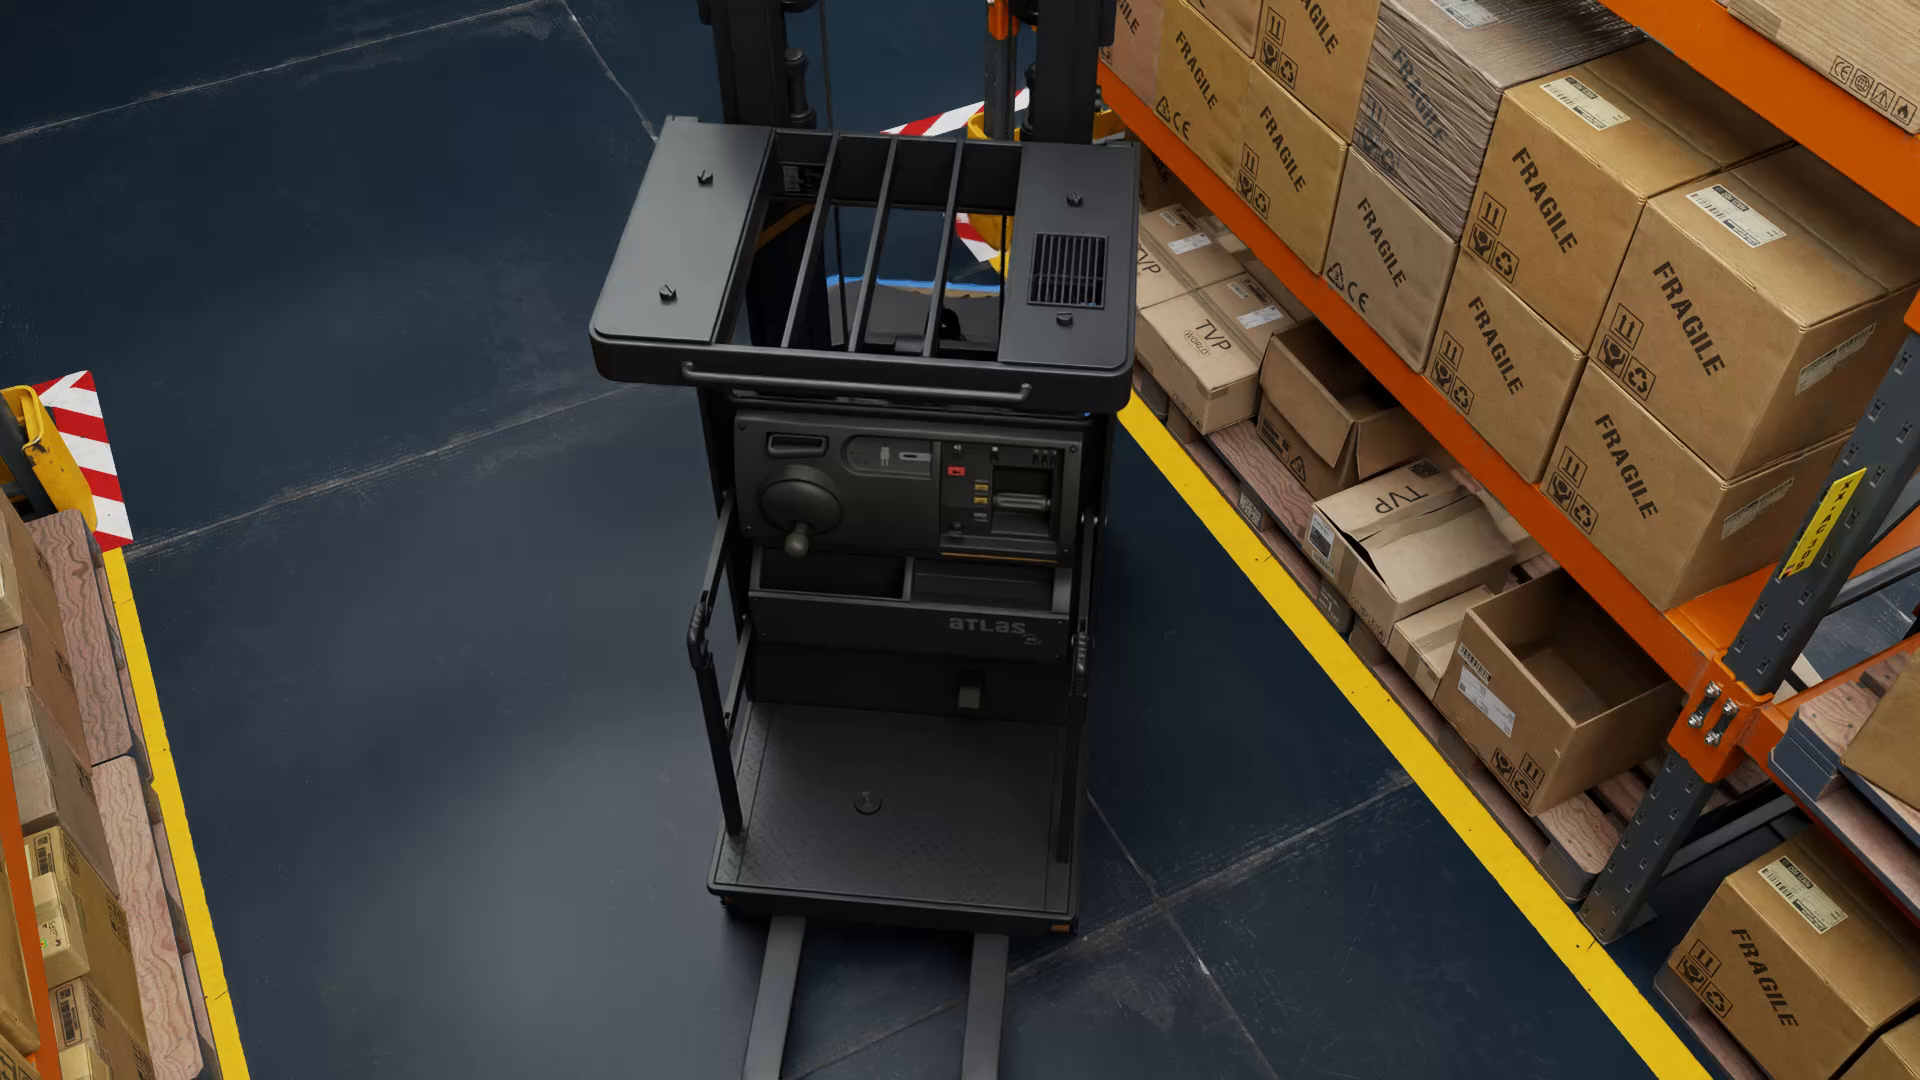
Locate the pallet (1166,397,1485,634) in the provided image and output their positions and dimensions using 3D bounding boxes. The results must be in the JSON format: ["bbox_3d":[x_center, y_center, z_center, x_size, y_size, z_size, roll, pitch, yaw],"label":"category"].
[{"bbox_3d":[1.528,-0.300,6.372,1.003,0.211,1.213,-21,52,-18],"label":"pallet"}]

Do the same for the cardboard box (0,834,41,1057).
[{"bbox_3d":[-2.562,0.811,3.349,0.980,0.700,0.700,-22,53,-18],"label":"cardboard box"}]

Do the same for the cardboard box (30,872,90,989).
[{"bbox_3d":[-2.484,1.063,4.279,0.380,0.149,0.250,-23,53,-19],"label":"cardboard box"}]

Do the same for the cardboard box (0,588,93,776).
[{"bbox_3d":[-3.191,0.545,5.162,0.700,0.500,0.500,-21,52,-18],"label":"cardboard box"}]

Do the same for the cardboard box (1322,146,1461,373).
[{"bbox_3d":[1.472,-0.907,4.984,0.500,0.500,0.500,-20,52,-17],"label":"cardboard box"}]

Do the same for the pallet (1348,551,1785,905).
[{"bbox_3d":[2.090,0.518,5.657,1.003,0.211,1.213,-21,52,-18],"label":"pallet"}]

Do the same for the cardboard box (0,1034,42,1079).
[{"bbox_3d":[-2.233,1.301,2.920,0.980,0.700,0.700,-20,52,-17],"label":"cardboard box"}]

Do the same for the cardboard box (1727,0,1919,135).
[{"bbox_3d":[1.945,-1.112,3.337,0.500,0.250,0.500,-21,52,-18],"label":"cardboard box"}]

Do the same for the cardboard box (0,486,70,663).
[{"bbox_3d":[-3.420,0.210,5.455,0.700,0.500,0.500,-21,52,-18],"label":"cardboard box"}]

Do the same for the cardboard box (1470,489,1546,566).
[{"bbox_3d":[1.999,-0.083,5.920,0.380,0.166,0.250,-21,52,-18],"label":"cardboard box"}]

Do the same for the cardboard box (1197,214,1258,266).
[{"bbox_3d":[1.146,-1.248,6.939,0.380,0.166,0.250,-21,52,-18],"label":"cardboard box"}]

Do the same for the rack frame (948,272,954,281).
[{"bbox_3d":[0.076,-0.643,6.215,0.240,0.900,0.006,4,49,4],"label":"rack frame"}]

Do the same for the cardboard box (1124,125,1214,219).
[{"bbox_3d":[1.041,-1.660,7.078,0.500,0.500,0.500,-21,52,-18],"label":"cardboard box"}]

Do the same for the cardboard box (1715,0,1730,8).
[{"bbox_3d":[1.725,-1.450,3.633,0.500,0.250,0.500,-21,52,-18],"label":"cardboard box"}]

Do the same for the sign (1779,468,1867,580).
[{"bbox_3d":[1.925,-0.033,3.711,0.100,0.325,0.005,-21,52,-18],"label":"sign"}]

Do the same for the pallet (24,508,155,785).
[{"bbox_3d":[-3.394,0.518,5.657,1.003,0.211,1.213,-21,52,-18],"label":"pallet"}]

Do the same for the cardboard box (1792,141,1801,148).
[{"bbox_3d":[2.202,-1.060,4.453,0.500,0.500,0.500,-23,53,-19],"label":"cardboard box"}]

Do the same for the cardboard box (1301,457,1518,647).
[{"bbox_3d":[1.547,0.015,5.738,0.500,0.311,0.500,-21,52,-18],"label":"cardboard box"}]

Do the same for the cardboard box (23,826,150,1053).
[{"bbox_3d":[-2.710,1.236,4.558,0.700,0.500,0.500,-20,52,-17],"label":"cardboard box"}]

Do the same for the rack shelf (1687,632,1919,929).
[{"bbox_3d":[3.319,1.635,3.305,1.077,0.370,4.000,-21,52,-18],"label":"rack shelf"}]

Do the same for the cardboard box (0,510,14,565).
[{"bbox_3d":[-3.200,0.020,5.191,0.380,0.149,0.250,-22,52,-18],"label":"cardboard box"}]

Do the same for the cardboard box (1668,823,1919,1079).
[{"bbox_3d":[2.408,1.146,4.624,0.500,0.500,0.500,-23,53,-19],"label":"cardboard box"}]

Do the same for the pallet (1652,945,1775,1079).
[{"bbox_3d":[2.809,1.509,4.790,1.003,0.211,1.213,-21,52,-18],"label":"pallet"}]

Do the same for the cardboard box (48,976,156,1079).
[{"bbox_3d":[-2.477,1.580,4.257,0.700,0.500,0.500,-22,52,-18],"label":"cardboard box"}]

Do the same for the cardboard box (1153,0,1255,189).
[{"bbox_3d":[1.010,-1.582,5.574,0.500,0.500,0.500,-21,52,-18],"label":"cardboard box"}]

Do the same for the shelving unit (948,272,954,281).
[{"bbox_3d":[0.067,-0.567,6.148,0.258,0.900,0.210,4,49,4],"label":"shelving unit"}]

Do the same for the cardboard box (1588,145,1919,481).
[{"bbox_3d":[1.942,-0.552,4.009,0.500,0.500,0.500,-21,52,-17],"label":"cardboard box"}]

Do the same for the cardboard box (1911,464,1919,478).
[{"bbox_3d":[2.413,-0.408,4.548,0.500,0.500,0.500,-20,52,-17],"label":"cardboard box"}]

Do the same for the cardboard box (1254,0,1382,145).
[{"bbox_3d":[1.246,-1.568,4.898,0.500,0.500,0.500,-22,52,-18],"label":"cardboard box"}]

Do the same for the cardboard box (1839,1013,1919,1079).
[{"bbox_3d":[2.662,1.499,4.315,0.500,0.500,0.500,-20,52,-17],"label":"cardboard box"}]

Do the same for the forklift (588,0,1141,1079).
[{"bbox_3d":[-0.161,-0.025,4.324,1.130,2.935,3.031,4,49,4],"label":"forklift"}]

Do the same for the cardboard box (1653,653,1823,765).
[{"bbox_3d":[2.404,0.445,5.362,0.500,0.311,0.500,-21,52,-18],"label":"cardboard box"}]

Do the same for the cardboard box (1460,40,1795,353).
[{"bbox_3d":[1.705,-0.894,4.308,0.500,0.500,0.500,-22,52,-18],"label":"cardboard box"}]

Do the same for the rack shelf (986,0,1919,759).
[{"bbox_3d":[1.488,-1.042,5.646,1.077,0.370,4.000,-21,52,-18],"label":"rack shelf"}]

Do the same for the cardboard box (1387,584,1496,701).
[{"bbox_3d":[1.666,0.340,5.562,0.380,0.149,0.250,-21,52,-18],"label":"cardboard box"}]

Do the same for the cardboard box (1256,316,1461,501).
[{"bbox_3d":[1.539,-0.519,6.077,0.797,0.503,0.637,-21,52,-18],"label":"cardboard box"}]

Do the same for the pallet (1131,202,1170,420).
[{"bbox_3d":[0.974,-1.115,7.085,1.003,0.211,1.213,-21,52,-18],"label":"pallet"}]

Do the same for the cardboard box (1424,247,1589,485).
[{"bbox_3d":[1.710,-0.564,4.684,0.500,0.500,0.500,-20,52,-17],"label":"cardboard box"}]

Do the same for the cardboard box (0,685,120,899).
[{"bbox_3d":[-2.961,0.881,4.868,0.700,0.500,0.500,-23,53,-19],"label":"cardboard box"}]

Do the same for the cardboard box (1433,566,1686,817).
[{"bbox_3d":[1.891,0.454,5.228,0.500,0.500,0.500,-21,52,-18],"label":"cardboard box"}]

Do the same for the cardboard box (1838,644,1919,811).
[{"bbox_3d":[2.421,0.283,3.665,0.500,0.500,0.700,35,58,27],"label":"cardboard box"}]

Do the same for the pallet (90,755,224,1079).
[{"bbox_3d":[-2.840,1.333,4.944,1.003,0.211,1.213,-21,52,-18],"label":"pallet"}]

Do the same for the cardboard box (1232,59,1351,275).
[{"bbox_3d":[1.237,-1.247,5.281,0.500,0.500,0.500,-21,52,-17],"label":"cardboard box"}]

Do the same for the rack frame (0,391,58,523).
[{"bbox_3d":[-3.830,-0.909,5.052,1.000,3.000,0.127,-21,52,-18],"label":"rack frame"}]

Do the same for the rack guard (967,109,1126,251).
[{"bbox_3d":[0.608,-1.744,7.443,1.175,0.500,0.348,-21,52,-18],"label":"rack guard"}]

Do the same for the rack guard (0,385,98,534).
[{"bbox_3d":[-3.841,-0.102,6.007,1.175,0.500,0.348,-21,52,-18],"label":"rack guard"}]

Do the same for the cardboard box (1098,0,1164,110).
[{"bbox_3d":[0.783,-1.919,5.869,0.500,0.500,0.500,-22,52,-18],"label":"cardboard box"}]

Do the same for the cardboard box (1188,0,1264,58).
[{"bbox_3d":[1.012,-1.908,5.195,0.500,0.500,0.500,-21,52,-17],"label":"cardboard box"}]

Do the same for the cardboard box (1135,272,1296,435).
[{"bbox_3d":[1.027,-0.726,6.427,0.500,0.250,0.500,-21,52,-18],"label":"cardboard box"}]

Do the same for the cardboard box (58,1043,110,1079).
[{"bbox_3d":[-2.245,1.412,3.973,0.380,0.149,0.250,-20,52,-16],"label":"cardboard box"}]

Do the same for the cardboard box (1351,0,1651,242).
[{"bbox_3d":[1.475,-1.231,4.603,0.500,0.500,0.500,-21,52,-17],"label":"cardboard box"}]

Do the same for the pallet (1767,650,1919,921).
[{"bbox_3d":[2.672,0.695,3.777,1.003,0.211,1.213,-21,52,-18],"label":"pallet"}]

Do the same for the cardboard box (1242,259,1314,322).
[{"bbox_3d":[1.449,-0.932,6.607,0.500,0.250,0.500,-21,52,-18],"label":"cardboard box"}]

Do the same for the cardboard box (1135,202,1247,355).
[{"bbox_3d":[0.799,-1.061,6.719,0.500,0.250,0.500,-21,52,-18],"label":"cardboard box"}]

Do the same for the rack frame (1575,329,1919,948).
[{"bbox_3d":[2.404,0.060,4.205,1.000,3.000,0.127,-21,52,-18],"label":"rack frame"}]

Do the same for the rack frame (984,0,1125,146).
[{"bbox_3d":[0.573,-2.617,6.546,1.000,3.000,0.127,-21,52,-18],"label":"rack frame"}]

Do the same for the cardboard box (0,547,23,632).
[{"bbox_3d":[-3.082,0.191,5.041,0.380,0.149,0.250,-20,52,-17],"label":"cardboard box"}]

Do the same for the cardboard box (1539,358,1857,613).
[{"bbox_3d":[1.947,-0.219,4.383,0.500,0.500,0.500,-20,52,-17],"label":"cardboard box"}]
